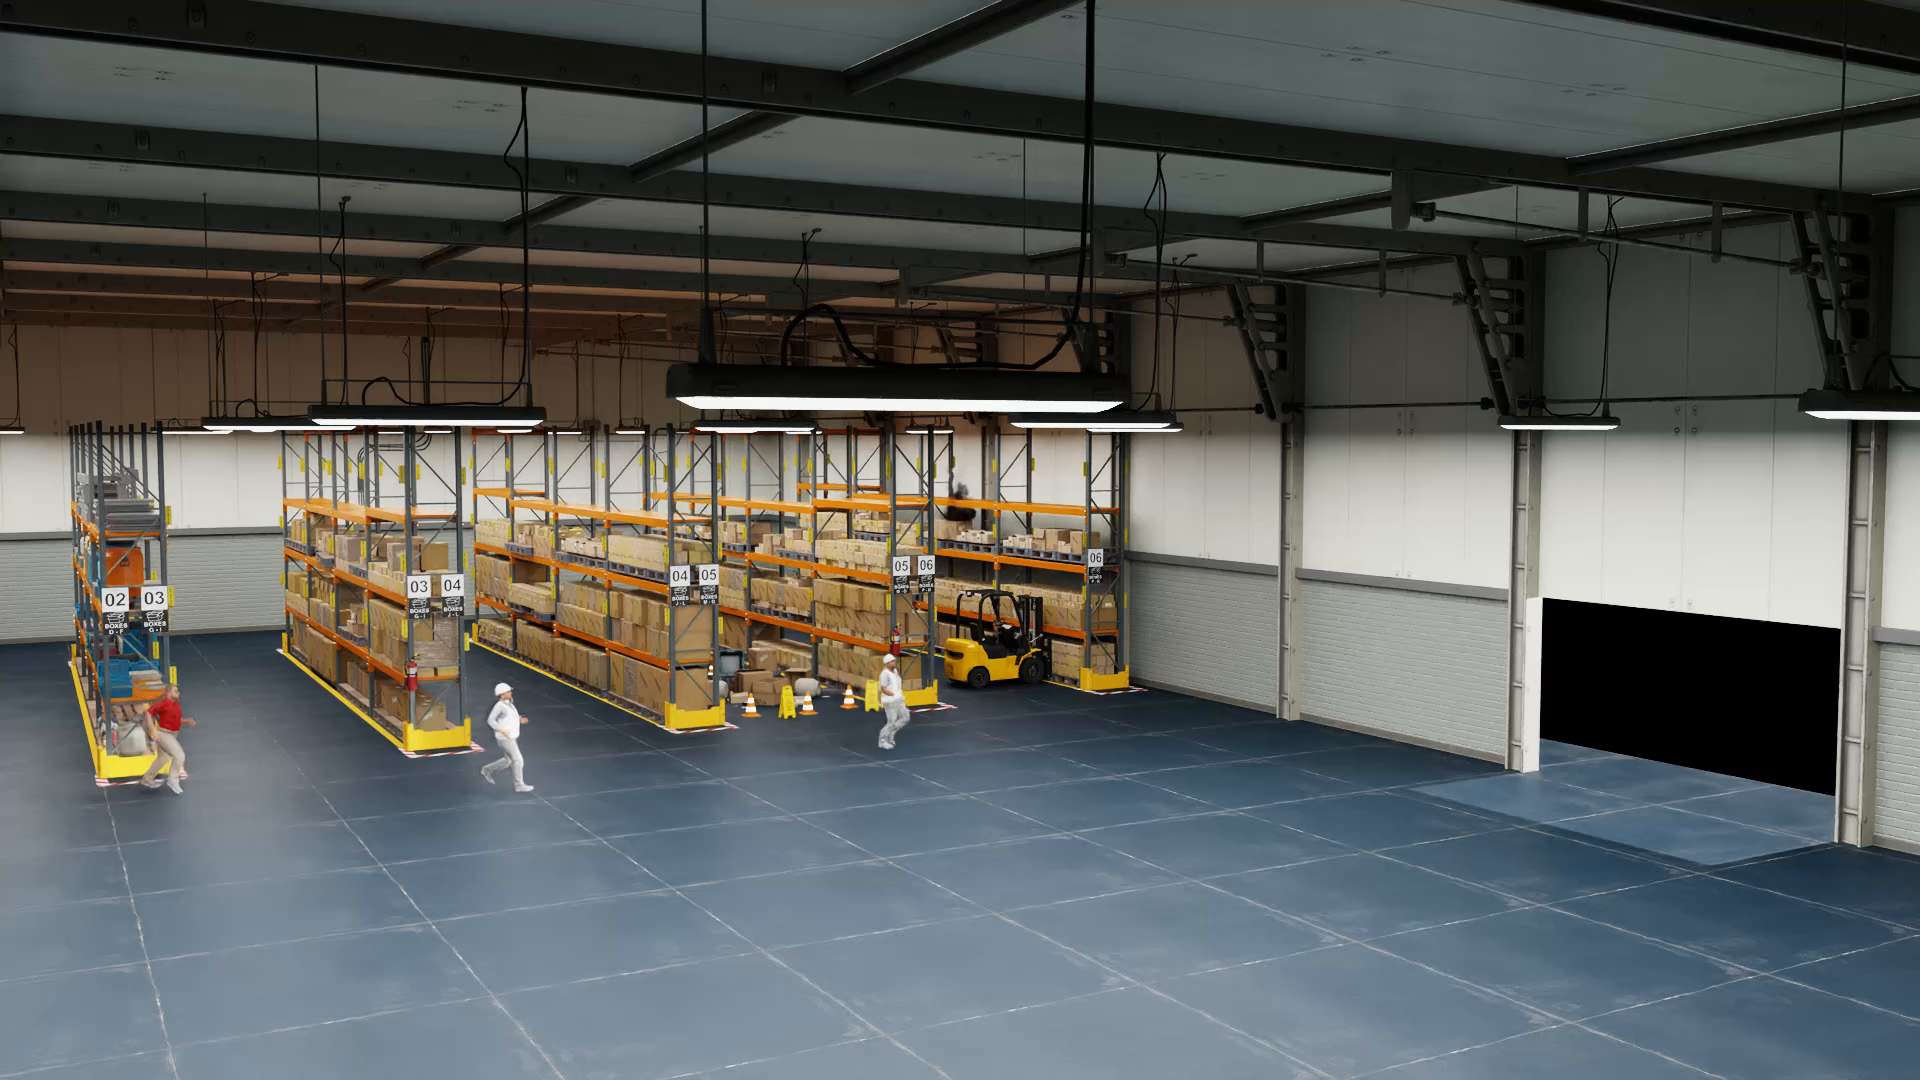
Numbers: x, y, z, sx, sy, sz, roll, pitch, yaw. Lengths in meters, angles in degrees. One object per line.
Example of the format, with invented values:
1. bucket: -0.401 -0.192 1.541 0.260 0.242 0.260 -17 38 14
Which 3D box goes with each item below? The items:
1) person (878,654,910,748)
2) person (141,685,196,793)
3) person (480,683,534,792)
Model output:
1. person: -1.219 2.956 30.568 0.590 1.736 0.695 1 4 20
2. person: -12.822 3.229 26.896 0.883 1.776 0.571 0 4 -7
3. person: -7.334 3.184 26.843 0.897 1.748 0.668 0 4 0
